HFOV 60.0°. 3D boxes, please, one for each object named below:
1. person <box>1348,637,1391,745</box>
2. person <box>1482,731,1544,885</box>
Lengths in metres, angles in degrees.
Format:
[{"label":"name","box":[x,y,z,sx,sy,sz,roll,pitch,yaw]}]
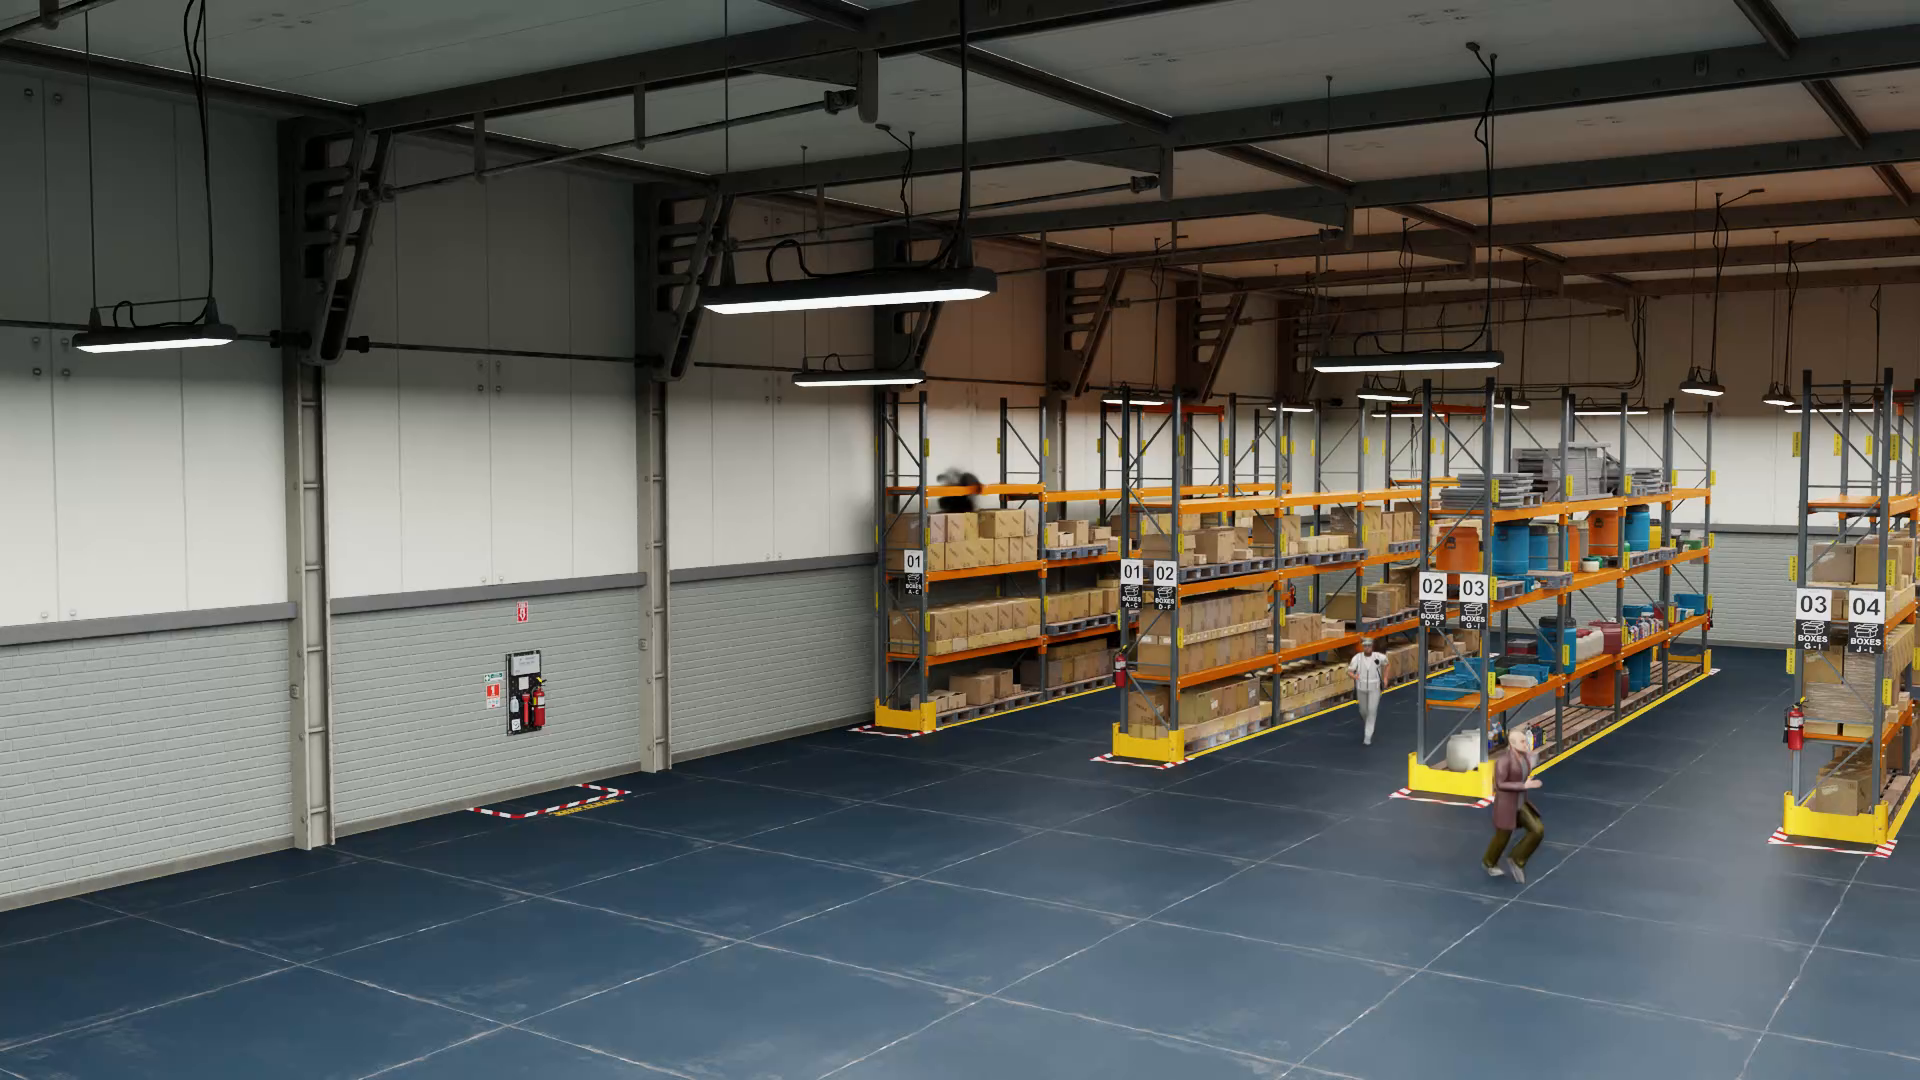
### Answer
[{"label":"person","box":[6.985,2.566,28.413,0.693,1.831,0.938,1,3,19]},{"label":"person","box":[6.344,3.056,19.075,0.753,1.766,0.882,-2,4,-33]}]
